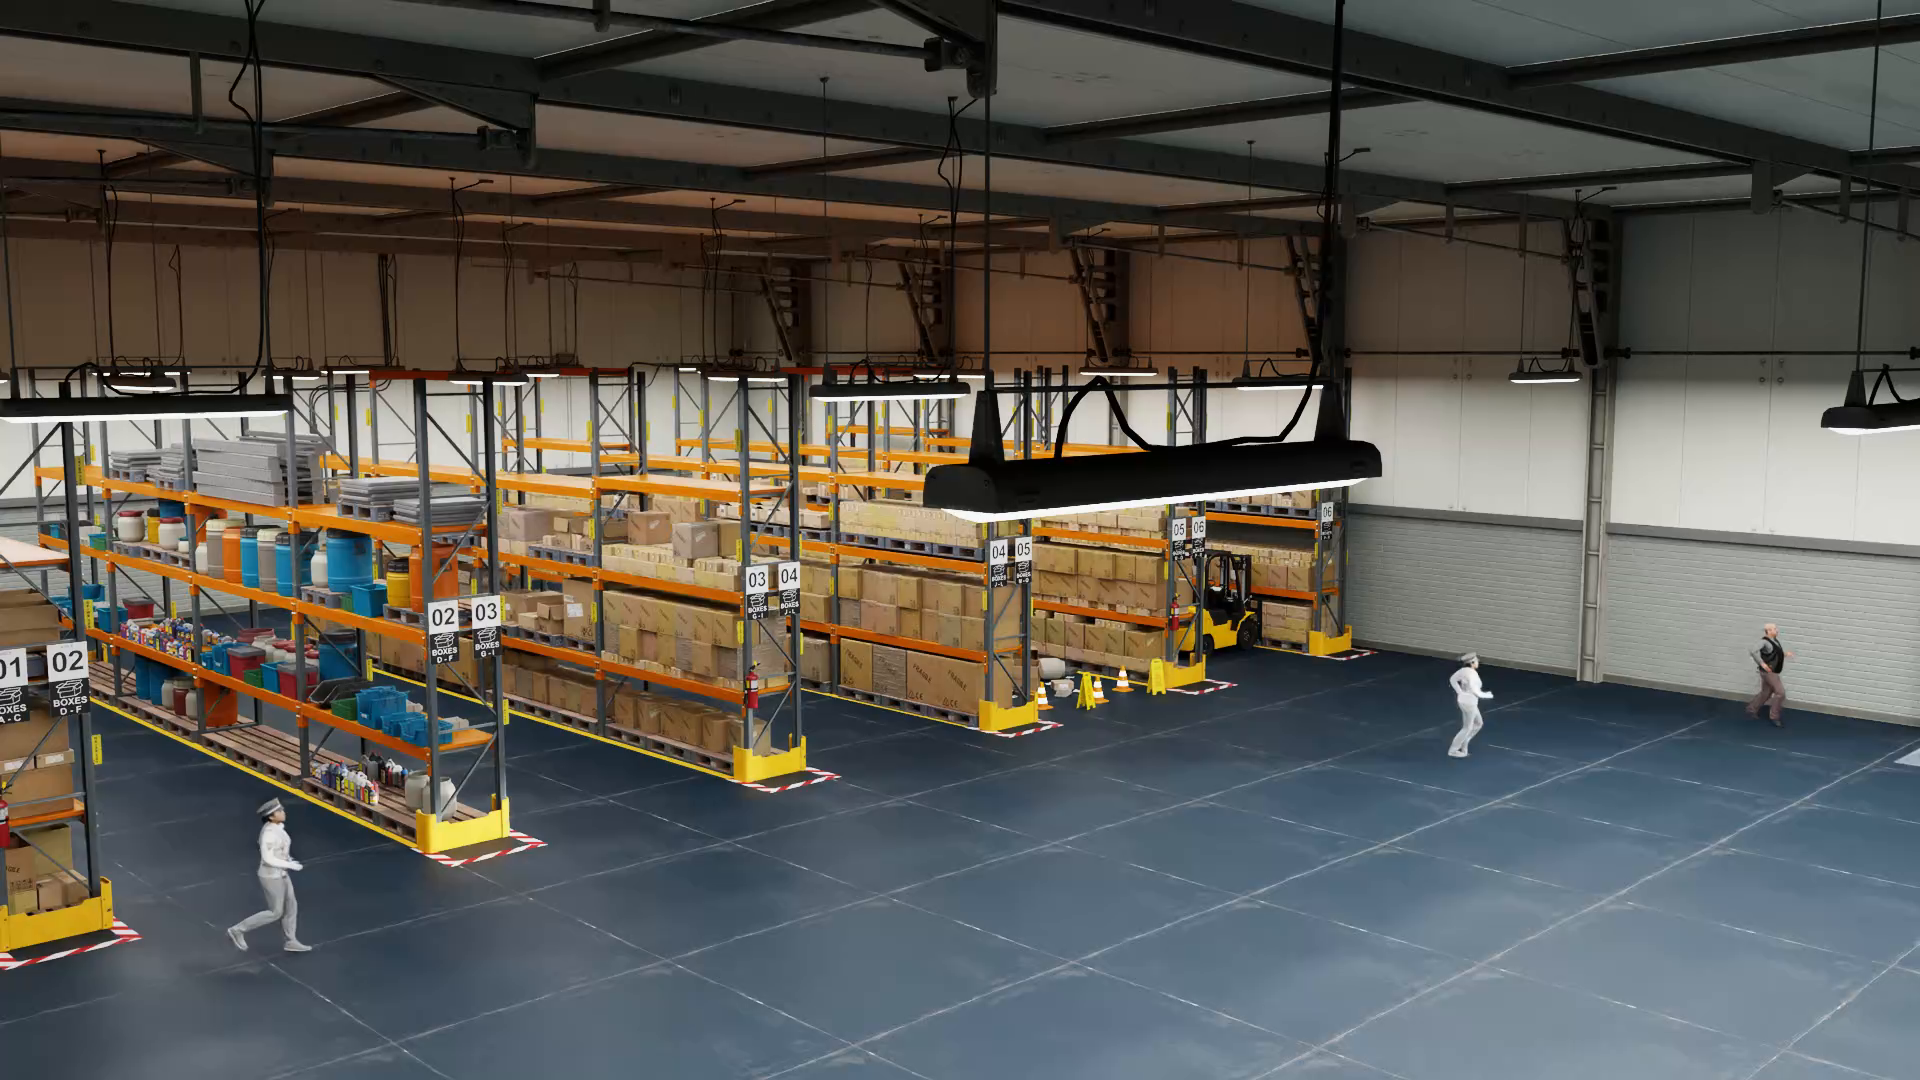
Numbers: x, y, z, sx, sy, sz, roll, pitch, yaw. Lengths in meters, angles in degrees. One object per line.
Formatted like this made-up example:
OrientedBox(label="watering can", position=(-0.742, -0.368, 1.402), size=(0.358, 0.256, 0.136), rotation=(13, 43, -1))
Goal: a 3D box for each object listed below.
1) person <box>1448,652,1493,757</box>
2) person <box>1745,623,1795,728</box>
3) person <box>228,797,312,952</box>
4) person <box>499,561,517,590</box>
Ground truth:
OrientedBox(label="person", position=(7.958, 2.581, 25.938), size=(0.660, 1.708, 0.643), rotation=(0, 6, 2))
OrientedBox(label="person", position=(13.761, 2.295, 28.251), size=(0.731, 1.778, 0.639), rotation=(5, 8, 37))
OrientedBox(label="person", position=(-7.278, 3.543, 17.494), size=(0.800, 1.699, 0.625), rotation=(-2, 7, -17))
OrientedBox(label="person", position=(-10.972, 0.913, 40.426), size=(0.677, 1.803, 0.898), rotation=(4, 8, 33))
